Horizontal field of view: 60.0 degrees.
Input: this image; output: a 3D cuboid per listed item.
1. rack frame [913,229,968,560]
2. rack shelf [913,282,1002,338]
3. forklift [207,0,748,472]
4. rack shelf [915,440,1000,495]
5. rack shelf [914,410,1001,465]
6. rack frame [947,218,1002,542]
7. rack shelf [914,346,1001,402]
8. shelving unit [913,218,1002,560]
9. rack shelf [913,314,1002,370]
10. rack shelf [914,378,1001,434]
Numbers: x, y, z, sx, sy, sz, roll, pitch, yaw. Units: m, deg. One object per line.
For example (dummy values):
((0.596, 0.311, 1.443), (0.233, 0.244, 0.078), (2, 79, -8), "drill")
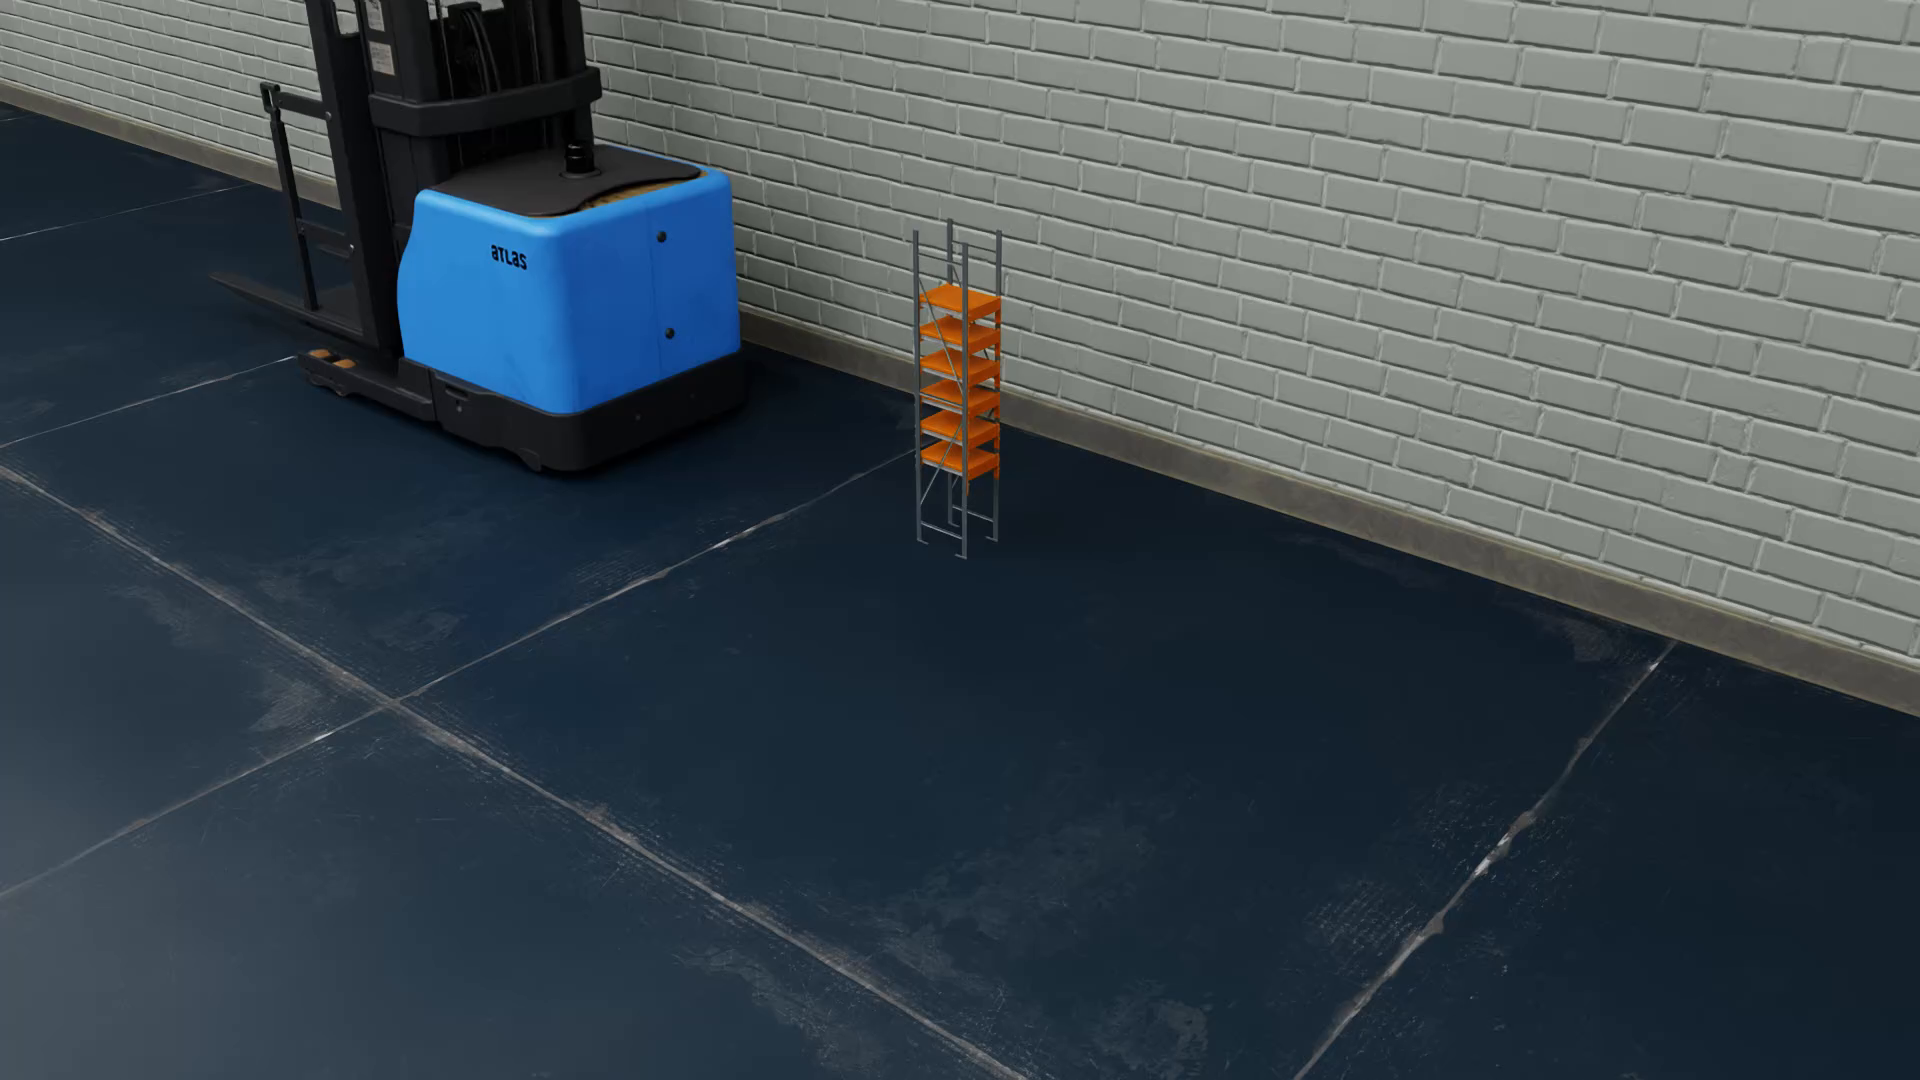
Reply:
((-0.067, -0.495, 5.902), (0.240, 1.200, 0.006), (21, 34, 34), "rack frame")
((-0.009, -0.808, 5.819), (0.258, 0.103, 0.180), (21, 34, 34), "rack shelf")
((-2.392, -2.117, 7.152), (3.031, 2.935, 1.130), (20, 34, 34), "forklift")
((-0.009, -0.275, 6.095), (0.258, 0.103, 0.180), (21, 34, 34), "rack shelf")
((-0.009, -0.382, 6.040), (0.258, 0.103, 0.180), (21, 34, 34), "rack shelf")
((0.049, -0.560, 6.027), (0.240, 1.200, 0.006), (21, 34, 34), "rack frame")
((-0.009, -0.595, 5.930), (0.258, 0.103, 0.180), (21, 34, 34), "rack shelf")
((-0.009, -0.528, 5.964), (0.258, 1.200, 0.189), (21, 34, 34), "shelving unit")
((-0.009, -0.701, 5.875), (0.258, 0.103, 0.180), (21, 34, 34), "rack shelf")
((-0.009, -0.488, 5.985), (0.258, 0.103, 0.180), (21, 34, 34), "rack shelf")
